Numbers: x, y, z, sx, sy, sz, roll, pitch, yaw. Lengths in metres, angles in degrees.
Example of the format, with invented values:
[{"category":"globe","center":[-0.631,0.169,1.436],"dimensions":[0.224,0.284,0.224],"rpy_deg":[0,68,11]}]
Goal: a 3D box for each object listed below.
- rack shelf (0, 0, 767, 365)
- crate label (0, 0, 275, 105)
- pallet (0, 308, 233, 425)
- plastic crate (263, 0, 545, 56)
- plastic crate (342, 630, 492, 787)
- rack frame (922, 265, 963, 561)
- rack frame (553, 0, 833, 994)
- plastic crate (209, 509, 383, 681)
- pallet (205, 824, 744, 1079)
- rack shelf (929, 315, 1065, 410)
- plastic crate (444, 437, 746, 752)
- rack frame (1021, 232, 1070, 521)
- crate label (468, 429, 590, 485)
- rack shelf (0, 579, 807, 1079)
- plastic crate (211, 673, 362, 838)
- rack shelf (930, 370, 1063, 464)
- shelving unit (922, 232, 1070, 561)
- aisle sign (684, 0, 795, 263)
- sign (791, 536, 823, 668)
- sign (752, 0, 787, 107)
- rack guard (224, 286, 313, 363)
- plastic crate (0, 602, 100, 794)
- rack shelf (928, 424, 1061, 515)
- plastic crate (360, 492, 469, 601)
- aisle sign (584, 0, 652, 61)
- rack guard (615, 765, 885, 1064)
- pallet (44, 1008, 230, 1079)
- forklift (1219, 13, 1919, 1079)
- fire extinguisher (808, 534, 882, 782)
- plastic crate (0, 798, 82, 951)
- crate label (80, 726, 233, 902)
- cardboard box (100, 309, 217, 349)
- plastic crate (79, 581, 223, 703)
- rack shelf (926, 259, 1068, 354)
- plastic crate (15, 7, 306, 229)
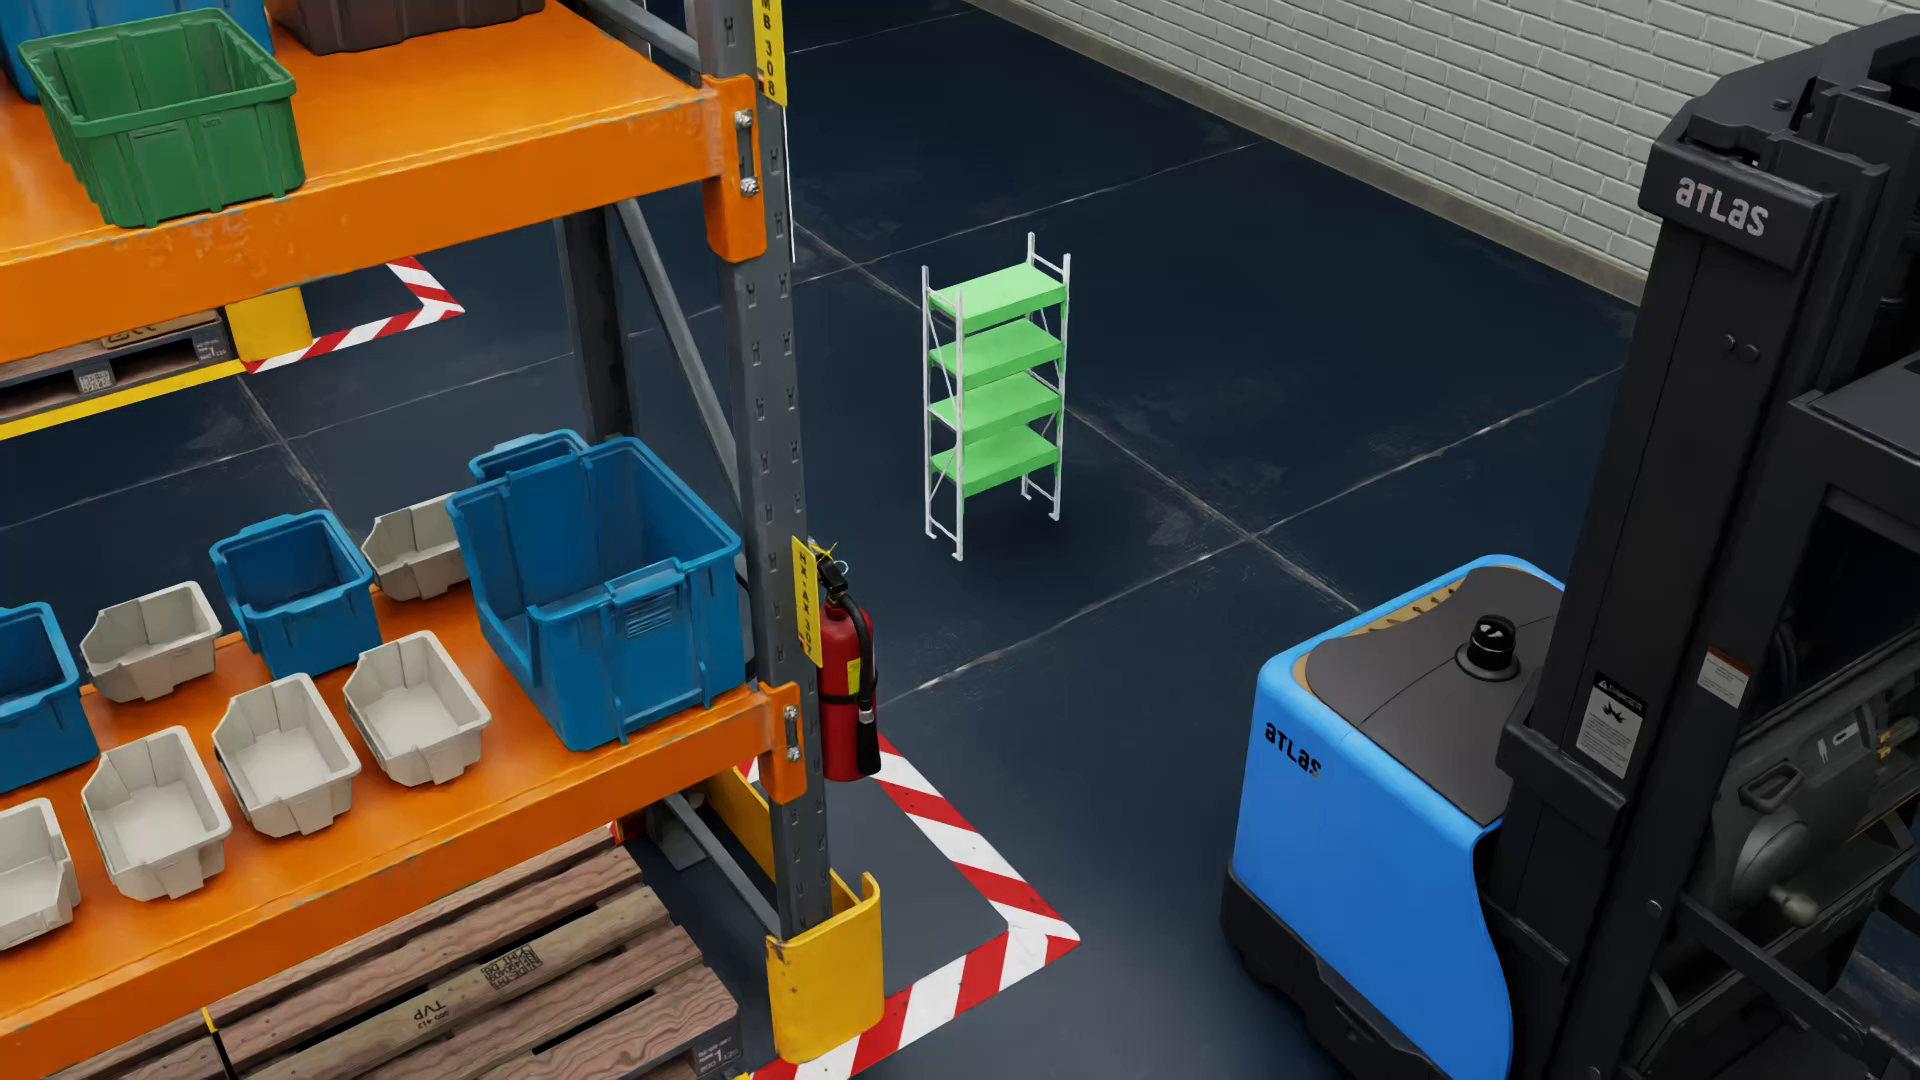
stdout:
[{"category":"rack shelf","center":[-2.317,-0.298,2.643],"dimensions":[4.000,0.370,1.077],"rpy_deg":[-22,41,-28]},{"category":"crate label","center":[-1.623,-1.046,3.194],"dimensions":[0.502,0.251,0.408],"rpy_deg":[-22,41,-28]},{"category":"pallet","center":[-4.246,-0.984,7.938],"dimensions":[1.213,0.211,1.003],"rpy_deg":[-22,41,-28]},{"category":"plastic crate","center":[-1.158,-1.213,3.411],"dimensions":[0.590,0.269,0.497],"rpy_deg":[-22,41,-28]},{"category":"plastic crate","center":[-1.245,0.398,3.802],"dimensions":[0.243,0.136,0.396],"rpy_deg":[-22,41,-28]},{"category":"rack frame","center":[-0.064,-0.461,6.363],"dimensions":[0.015,1.200,0.240],"rpy_deg":[-22,41,-28]},{"category":"rack frame","center":[-0.683,-0.045,4.244],"dimensions":[0.127,3.000,1.000],"rpy_deg":[-22,41,-28]},{"category":"plastic crate","center":[-1.612,0.146,4.070],"dimensions":[0.300,0.233,0.416],"rpy_deg":[-22,41,-28]},{"category":"pallet","center":[-1.379,1.346,4.698],"dimensions":[1.213,0.211,1.003],"rpy_deg":[-22,41,-28]},{"category":"rack shelf","center":[0.135,-0.686,6.374],"dimensions":[0.480,0.148,0.258],"rpy_deg":[-22,41,-28]},{"category":"plastic crate","center":[-0.849,0.118,3.935],"dimensions":[0.499,0.435,0.616],"rpy_deg":[-22,41,-28]},{"category":"rack frame","center":[0.335,-0.625,6.591],"dimensions":[0.015,1.200,0.240],"rpy_deg":[-22,41,-28]},{"category":"crate label","center":[-1.074,-0.076,4.378],"dimensions":[0.303,0.233,0.416],"rpy_deg":[-22,41,-28]},{"category":"rack shelf","center":[-2.317,0.920,3.518],"dimensions":[4.000,0.370,1.077],"rpy_deg":[-22,41,-28]},{"category":"plastic crate","center":[-1.490,0.489,3.676],"dimensions":[0.243,0.136,0.396],"rpy_deg":[-22,41,-28]},{"category":"rack shelf","center":[0.135,-0.491,6.514],"dimensions":[0.480,0.148,0.258],"rpy_deg":[-22,41,-28]},{"category":"shelving unit","center":[0.135,-0.543,6.477],"dimensions":[0.503,1.200,0.258],"rpy_deg":[-22,41,-28]},{"category":"aisle sign","center":[-0.455,-0.985,3.324],"dimensions":[0.004,0.787,0.394],"rpy_deg":[-22,41,-28]},{"category":"sign","center":[-0.352,0.146,3.839],"dimensions":[0.005,0.325,0.100],"rpy_deg":[-22,41,-28]},{"category":"sign","center":[-0.352,-0.963,3.041],"dimensions":[0.005,0.325,0.100],"rpy_deg":[-22,41,-28]},{"category":"rack guard","center":[-3.595,-1.370,8.227],"dimensions":[0.348,0.500,1.175],"rpy_deg":[-22,41,-28]},{"category":"plastic crate","center":[-2.150,0.367,3.762],"dimensions":[0.300,0.233,0.416],"rpy_deg":[-22,41,-28]},{"category":"rack shelf","center":[0.135,-0.296,6.655],"dimensions":[0.480,0.148,0.258],"rpy_deg":[-22,41,-28]},{"category":"plastic crate","center":[-1.384,0.032,4.311],"dimensions":[0.298,0.136,0.250],"rpy_deg":[-22,41,-28]},{"category":"aisle sign","center":[-0.795,-1.266,3.715],"dimensions":[0.004,0.787,0.394],"rpy_deg":[-22,41,-28]},{"category":"rack guard","center":[-0.670,0.955,4.993],"dimensions":[0.348,0.500,1.175],"rpy_deg":[-22,41,-28]},{"category":"pallet","center":[-2.375,1.754,4.131],"dimensions":[1.213,0.211,1.003],"rpy_deg":[-22,41,-28]},{"category":"forklift","center":[2.021,0.571,3.446],"dimensions":[1.130,2.935,3.031],"rpy_deg":[-21,41,-27]},{"category":"fire extinguisher","center":[-0.298,0.304,4.144],"dimensions":[0.183,0.674,0.296],"rpy_deg":[-22,41,-28]},{"category":"plastic crate","center":[-1.935,0.703,3.378],"dimensions":[0.250,0.136,0.298],"rpy_deg":[-22,41,-28]},{"category":"crate label","center":[-1.704,0.594,3.529],"dimensions":[0.243,0.136,0.396],"rpy_deg":[-22,41,-28]},{"category":"cardboard box","center":[-3.836,-1.274,7.716],"dimensions":[0.500,0.500,0.500],"rpy_deg":[-22,41,-28]},{"category":"plastic crate","center":[-1.938,0.260,3.994],"dimensions":[0.298,0.136,0.250],"rpy_deg":[-22,41,-28]},{"category":"rack shelf","center":[0.135,-0.881,6.234],"dimensions":[0.480,0.148,0.258],"rpy_deg":[-22,41,-28]},{"category":"plastic crate","center":[-1.324,-0.709,2.779],"dimensions":[0.336,0.188,0.450],"rpy_deg":[-22,41,-28]}]
